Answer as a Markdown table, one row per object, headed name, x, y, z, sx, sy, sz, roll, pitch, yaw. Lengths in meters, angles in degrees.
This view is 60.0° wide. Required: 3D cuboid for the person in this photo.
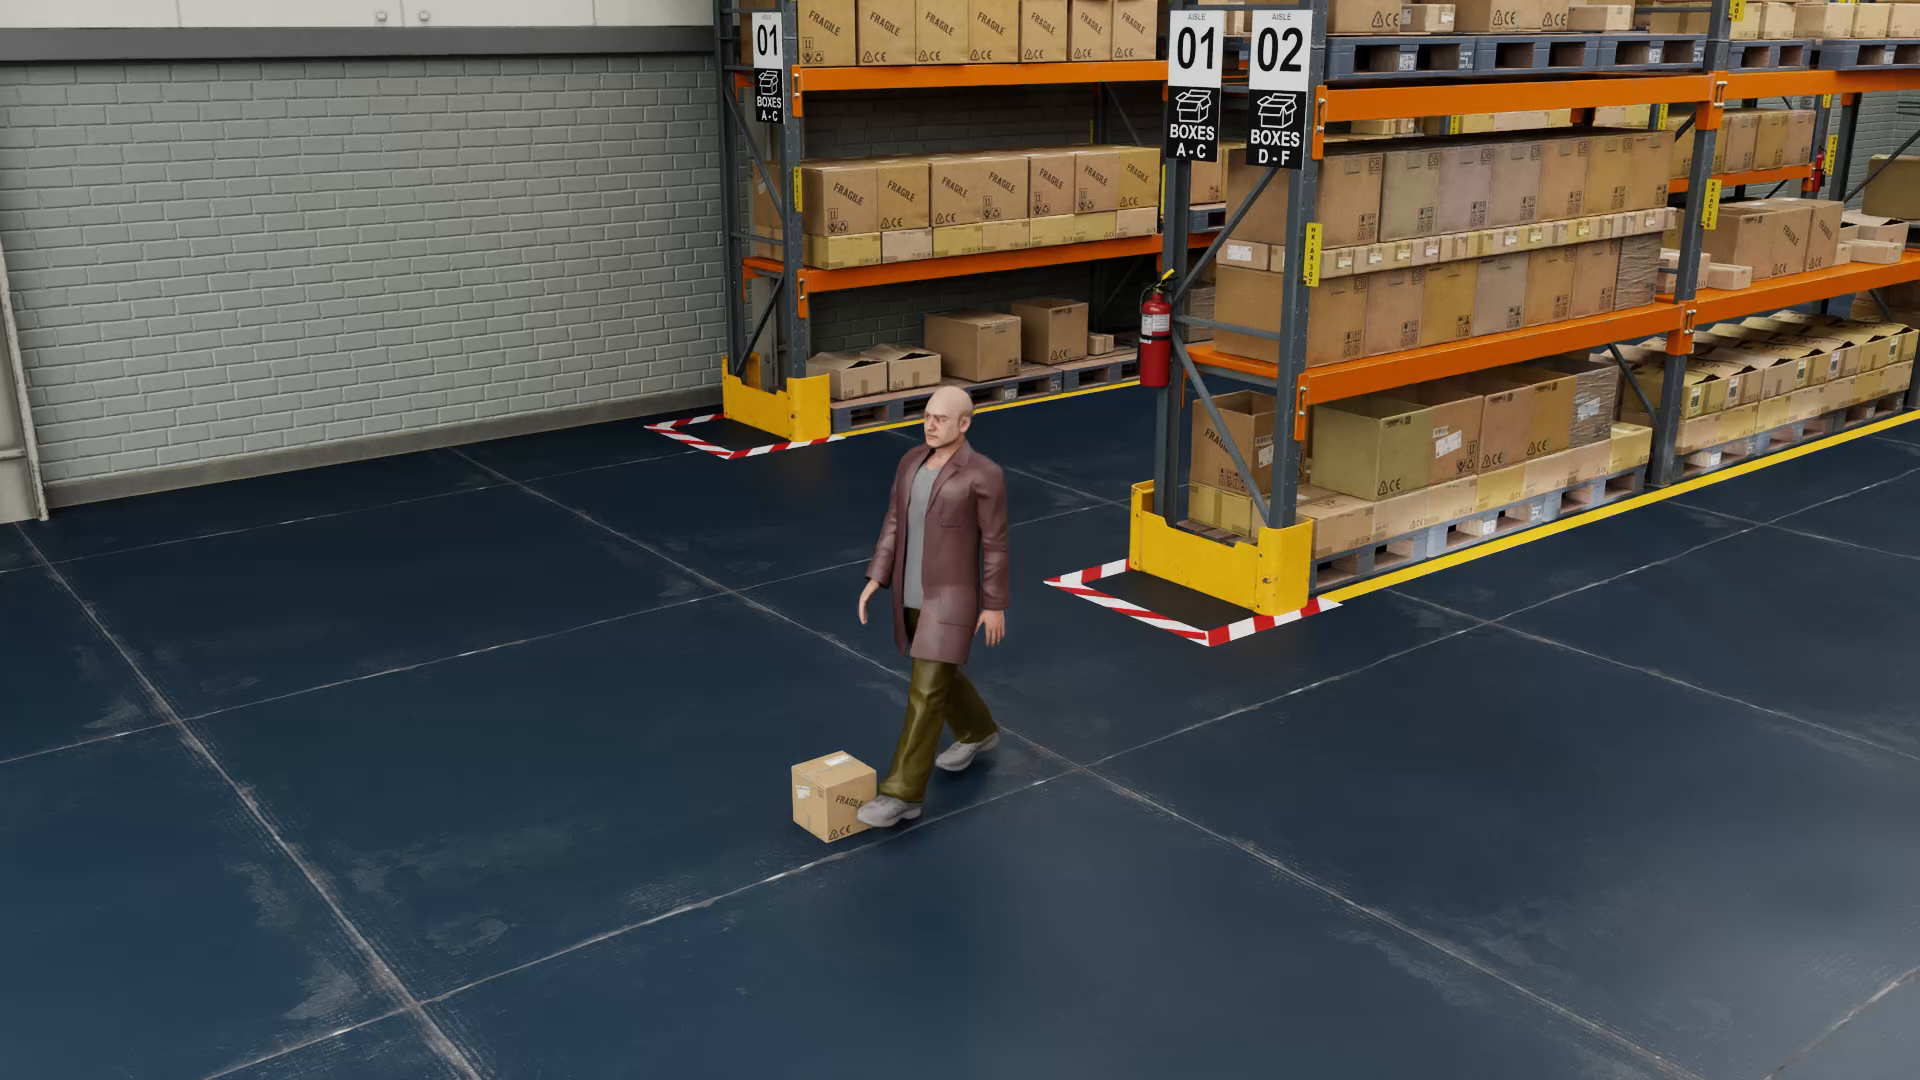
| name | x | y | z | sx | sy | sz | roll | pitch | yaw |
| --- | --- | --- | --- | --- | --- | --- | --- | --- | --- |
| person | -0.141 | 0.241 | 6.824 | 1.005 | 1.739 | 0.598 | -16 | 24 | -42 |
